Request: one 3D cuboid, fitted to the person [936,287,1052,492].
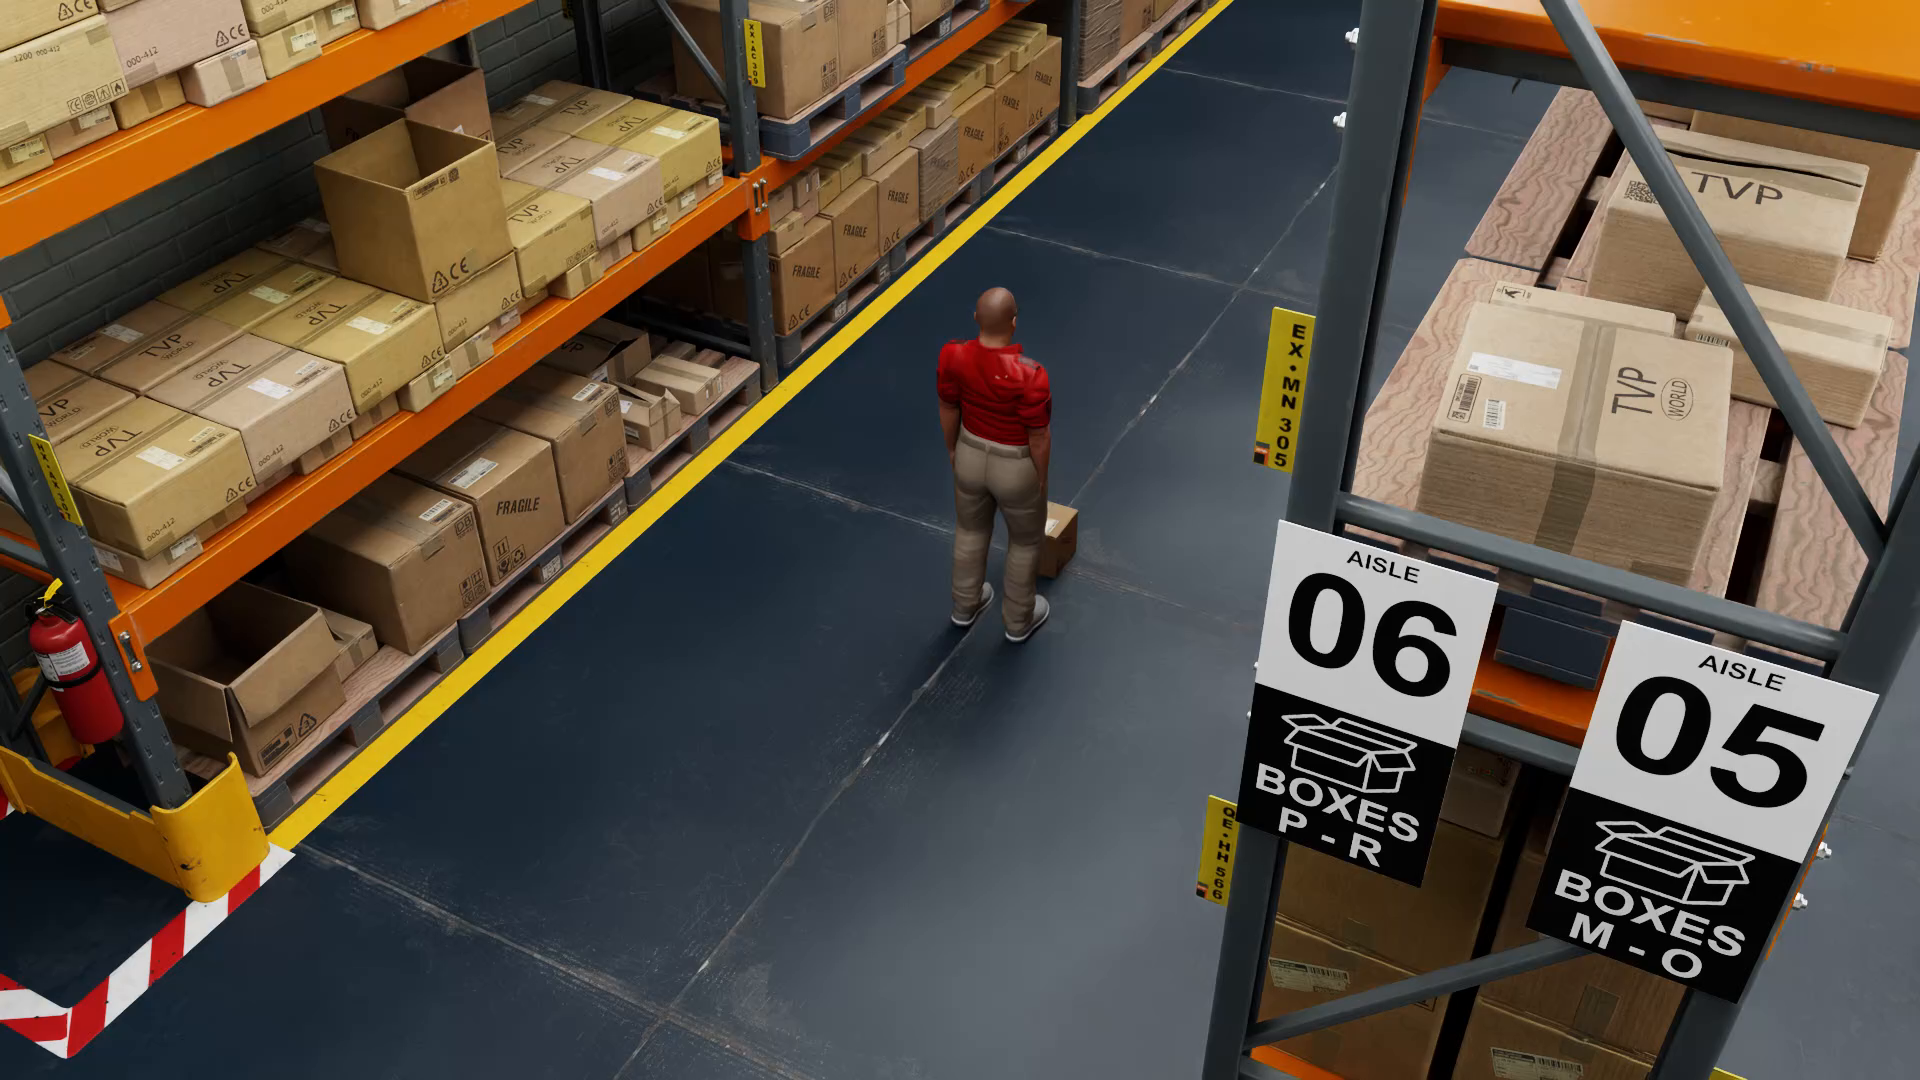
[{"bbox_3d":[0.168,-0.612,6.991,0.526,1.024,0.342,19,41,22],"label":"person"}]
